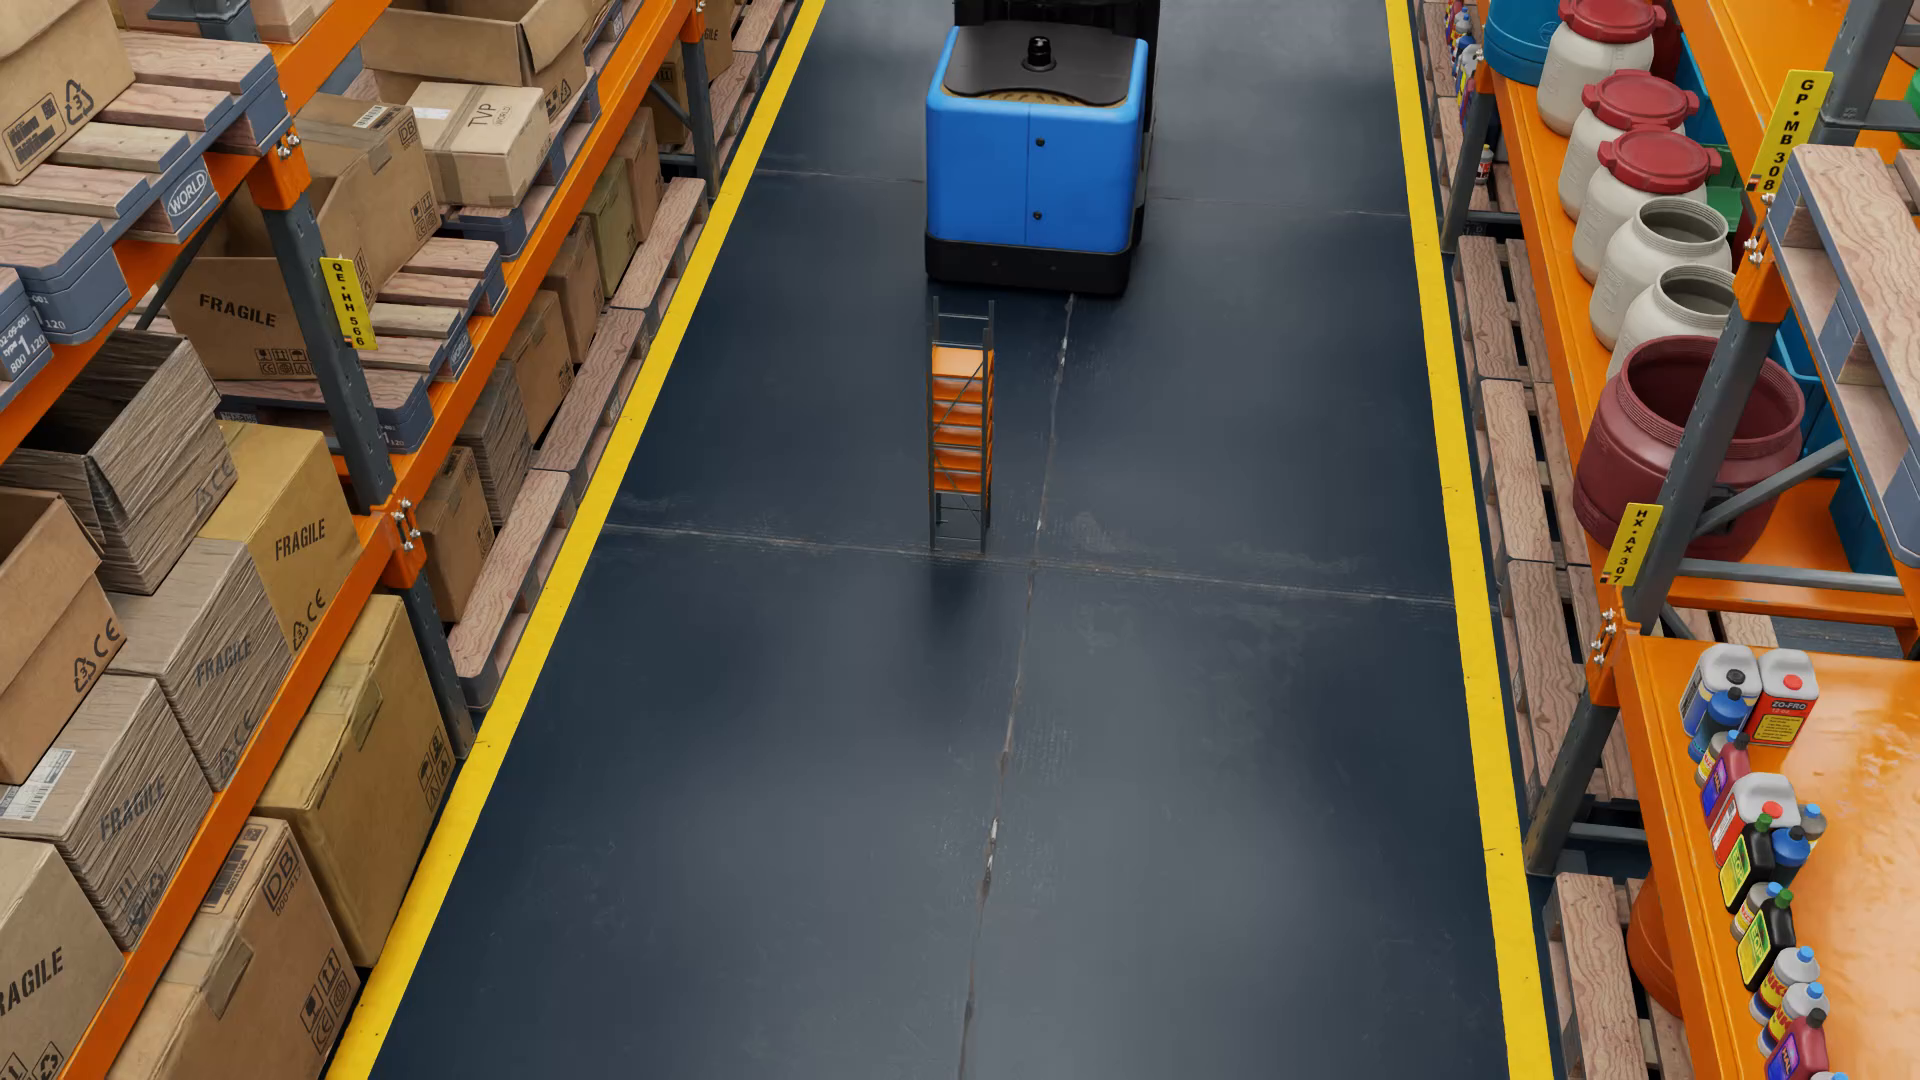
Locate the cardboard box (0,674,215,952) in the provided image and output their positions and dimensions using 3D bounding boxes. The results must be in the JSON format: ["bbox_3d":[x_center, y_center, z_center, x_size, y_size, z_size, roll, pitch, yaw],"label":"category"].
[{"bbox_3d":[-2.331,0.686,4.271,0.500,0.500,0.500,4,44,4],"label":"cardboard box"}]

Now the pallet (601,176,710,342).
[{"bbox_3d":[-1.947,-1.513,8.694,1.003,0.211,1.213,5,44,6],"label":"pallet"}]

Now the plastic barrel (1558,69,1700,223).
[{"bbox_3d":[2.623,-1.523,6.578,0.433,0.535,0.433,0,43,0],"label":"plastic barrel"}]

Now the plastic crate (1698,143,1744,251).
[{"bbox_3d":[3.113,-1.316,6.613,0.450,0.188,0.662,5,44,6],"label":"plastic crate"}]

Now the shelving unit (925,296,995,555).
[{"bbox_3d":[0.002,-0.446,6.848,0.258,1.200,0.189,5,44,6],"label":"shelving unit"}]

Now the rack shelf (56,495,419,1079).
[{"bbox_3d":[-2.639,1.294,4.225,1.077,0.370,4.000,5,44,6],"label":"rack shelf"}]

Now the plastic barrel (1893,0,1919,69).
[{"bbox_3d":[2.859,-1.691,4.308,0.600,0.901,0.600,0,43,0],"label":"plastic barrel"}]

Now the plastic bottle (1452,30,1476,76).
[{"bbox_3d":[2.959,-2.854,9.747,0.097,0.271,0.097,0,43,0],"label":"plastic bottle"}]

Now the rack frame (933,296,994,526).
[{"bbox_3d":[0.014,-0.508,6.914,0.240,1.200,0.006,5,44,6],"label":"rack frame"}]

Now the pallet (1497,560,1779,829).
[{"bbox_3d":[2.676,0.608,6.454,1.003,0.211,1.213,5,44,6],"label":"pallet"}]

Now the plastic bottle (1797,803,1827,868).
[{"bbox_3d":[2.222,0.772,4.398,0.097,0.201,0.097,0,43,0],"label":"plastic bottle"}]

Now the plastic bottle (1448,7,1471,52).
[{"bbox_3d":[2.999,-3.060,9.965,0.097,0.271,0.097,0,43,0],"label":"plastic bottle"}]

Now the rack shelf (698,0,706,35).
[{"bbox_3d":[-1.581,-4.158,9.983,1.077,0.370,4.000,5,44,6],"label":"rack shelf"}]

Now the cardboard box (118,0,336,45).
[{"bbox_3d":[-2.060,-1.662,4.751,0.500,0.250,0.500,6,44,6],"label":"cardboard box"}]

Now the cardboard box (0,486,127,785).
[{"bbox_3d":[-2.576,0.210,4.044,0.797,0.503,0.637,6,44,6],"label":"cardboard box"}]

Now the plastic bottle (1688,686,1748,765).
[{"bbox_3d":[2.115,0.509,4.624,0.097,0.271,0.097,0,43,0],"label":"plastic bottle"}]

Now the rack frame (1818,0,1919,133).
[{"bbox_3d":[2.535,-2.058,2.879,1.000,3.000,0.127,5,44,6],"label":"rack frame"}]

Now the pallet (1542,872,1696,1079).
[{"bbox_3d":[2.472,1.674,5.329,1.003,0.211,1.213,5,44,6],"label":"pallet"}]

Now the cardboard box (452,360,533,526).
[{"bbox_3d":[-2.245,-0.420,7.010,0.700,0.500,0.500,2,43,2],"label":"cardboard box"}]

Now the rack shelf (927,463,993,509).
[{"bbox_3d":[0.002,-0.239,7.043,0.258,0.103,0.180,5,44,6],"label":"rack shelf"}]

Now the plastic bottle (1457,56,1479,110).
[{"bbox_3d":[2.931,-2.620,9.442,0.144,0.351,0.185,5,44,5],"label":"plastic bottle"}]

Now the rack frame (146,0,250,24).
[{"bbox_3d":[-2.374,-2.508,3.354,1.000,3.000,0.127,5,44,6],"label":"rack frame"}]

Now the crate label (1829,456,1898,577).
[{"bbox_3d":[2.962,-0.072,5.266,0.303,0.233,0.416,5,44,6],"label":"crate label"}]

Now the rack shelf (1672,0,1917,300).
[{"bbox_3d":[2.799,-2.071,5.597,1.077,0.370,4.000,5,44,6],"label":"rack shelf"}]

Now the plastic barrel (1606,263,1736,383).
[{"bbox_3d":[2.459,-0.641,5.664,0.421,0.512,0.421,0,43,0],"label":"plastic barrel"}]

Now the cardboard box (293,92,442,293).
[{"bbox_3d":[-2.368,-1.280,6.042,0.700,0.500,0.500,11,45,12],"label":"cardboard box"}]

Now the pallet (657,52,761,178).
[{"bbox_3d":[-1.792,-2.504,9.742,1.003,0.211,1.213,5,44,6],"label":"pallet"}]

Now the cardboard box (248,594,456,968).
[{"bbox_3d":[-2.486,0.757,5.508,1.225,0.875,0.875,3,44,4],"label":"cardboard box"}]

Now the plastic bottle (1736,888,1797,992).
[{"bbox_3d":[2.003,0.988,4.110,0.061,0.283,0.133,5,44,6],"label":"plastic bottle"}]

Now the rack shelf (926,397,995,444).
[{"bbox_3d":[0.002,-0.500,6.796,0.258,0.103,0.180,5,44,6],"label":"rack shelf"}]

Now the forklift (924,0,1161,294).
[{"bbox_3d":[0.550,-3.337,8.643,1.130,2.935,3.031,6,44,6],"label":"forklift"}]

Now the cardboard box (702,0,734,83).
[{"bbox_3d":[-1.685,-2.961,9.708,0.500,0.500,0.500,19,46,19],"label":"cardboard box"}]

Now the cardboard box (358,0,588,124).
[{"bbox_3d":[-1.983,-2.056,6.859,0.797,0.503,0.637,9,44,10],"label":"cardboard box"}]

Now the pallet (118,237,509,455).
[{"bbox_3d":[-2.386,-0.756,6.006,1.213,0.211,1.003,5,44,6],"label":"pallet"}]

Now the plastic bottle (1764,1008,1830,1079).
[{"bbox_3d":[1.959,1.211,3.874,0.061,0.283,0.133,5,44,6],"label":"plastic bottle"}]

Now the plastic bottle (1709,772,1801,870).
[{"bbox_3d":[2.096,0.746,4.371,0.152,0.276,0.135,5,44,6],"label":"plastic bottle"}]

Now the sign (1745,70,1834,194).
[{"bbox_3d":[1.989,-0.976,3.994,0.100,0.325,0.005,5,44,6],"label":"sign"}]

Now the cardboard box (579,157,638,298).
[{"bbox_3d":[-2.030,-1.568,8.223,0.700,0.500,0.500,5,44,5],"label":"cardboard box"}]

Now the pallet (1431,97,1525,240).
[{"bbox_3d":[3.194,-2.047,9.259,1.003,0.211,1.213,5,44,6],"label":"pallet"}]

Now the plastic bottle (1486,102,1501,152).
[{"bbox_3d":[2.863,-2.269,9.071,0.144,0.351,0.185,4,44,4],"label":"plastic bottle"}]

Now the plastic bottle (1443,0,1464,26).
[{"bbox_3d":[3.044,-3.294,10.211,0.097,0.271,0.097,0,43,0],"label":"plastic bottle"}]
